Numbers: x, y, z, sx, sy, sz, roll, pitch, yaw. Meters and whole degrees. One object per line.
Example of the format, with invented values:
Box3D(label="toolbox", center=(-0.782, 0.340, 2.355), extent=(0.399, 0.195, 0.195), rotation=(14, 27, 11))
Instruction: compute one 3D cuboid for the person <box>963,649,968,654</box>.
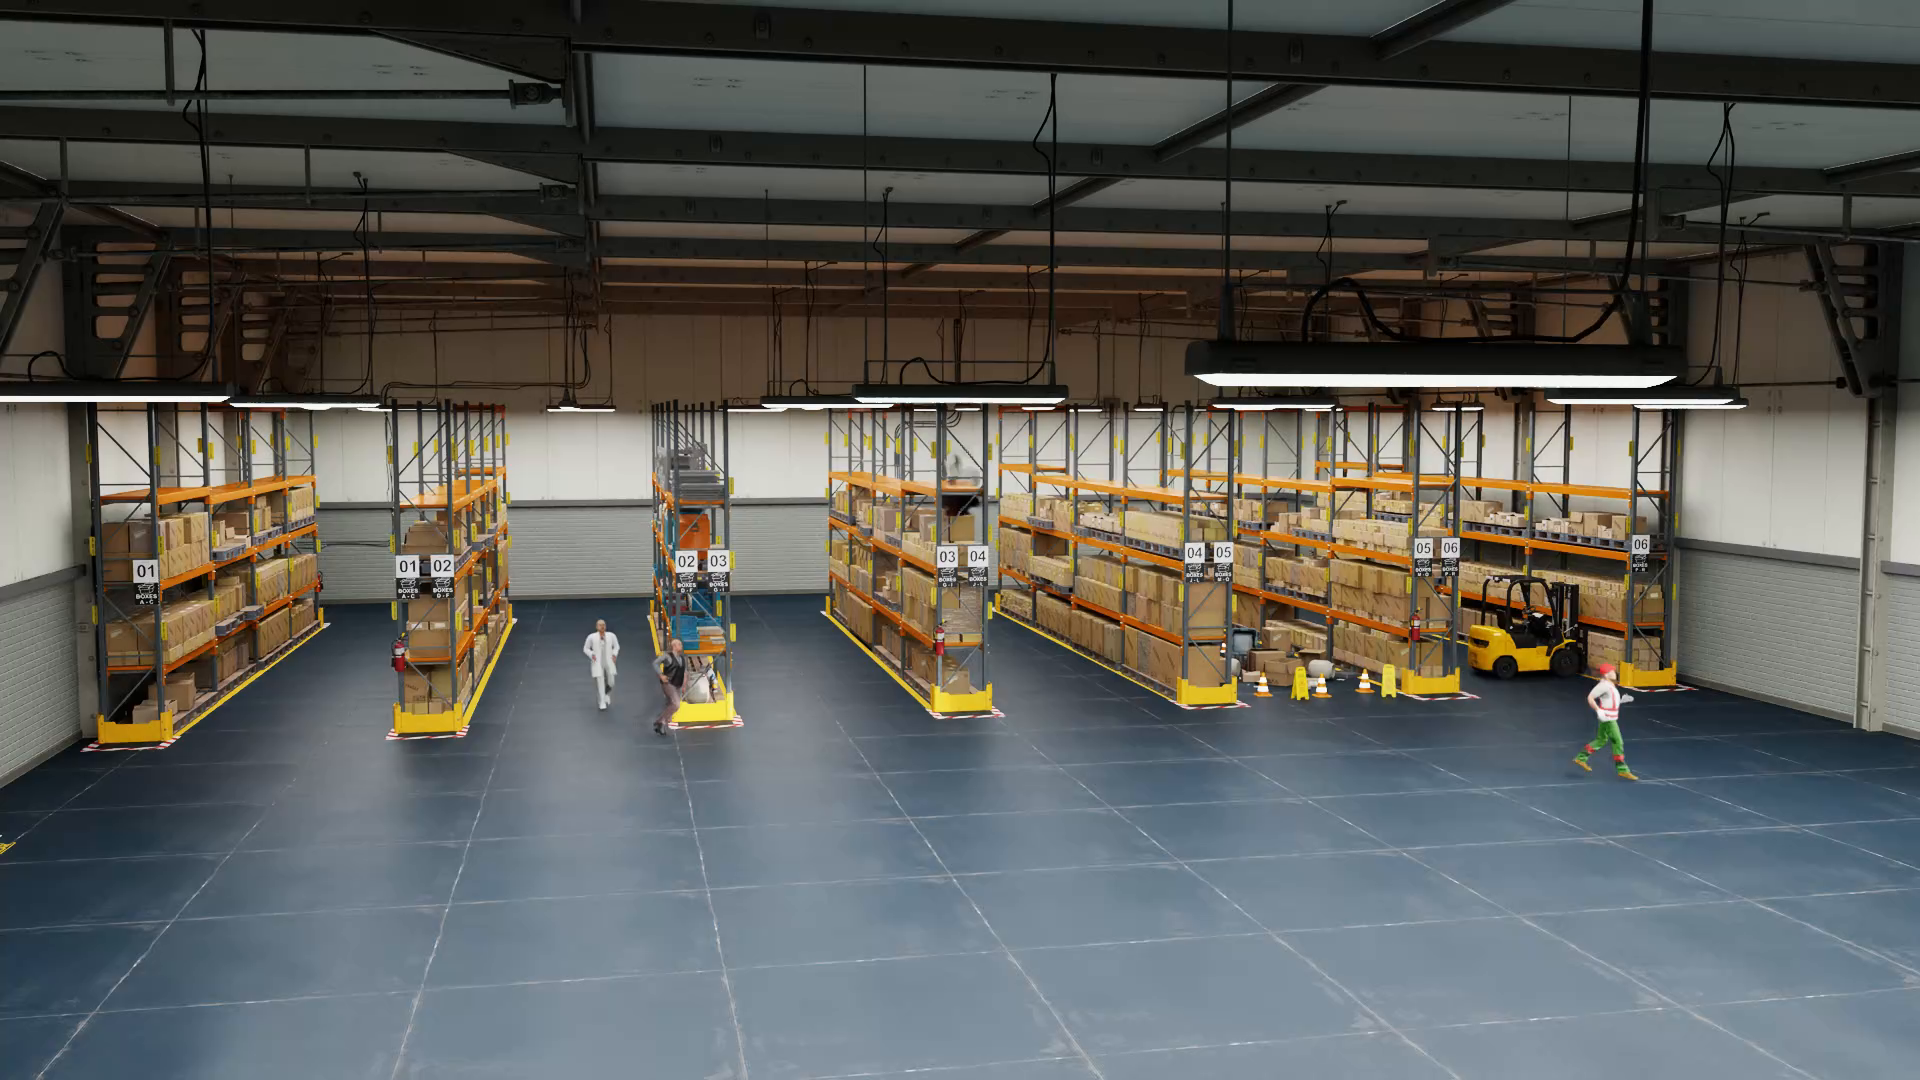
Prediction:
Box3D(label="person", center=(0.147, 1.795, 40.145), extent=(0.657, 1.807, 0.874), rotation=(-1, 4, -11))

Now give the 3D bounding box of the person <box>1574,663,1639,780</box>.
Box3D(label="person", center=(10.175, 2.827, 26.134), extent=(0.980, 1.787, 0.659), rotation=(2, 5, 26))

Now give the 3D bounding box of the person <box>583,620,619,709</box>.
Box3D(label="person", center=(-6.950, 2.418, 32.333), extent=(0.705, 1.727, 0.660), rotation=(-2, 5, -22))

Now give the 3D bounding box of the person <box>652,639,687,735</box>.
Box3D(label="person", center=(-5.170, 2.630, 29.874), extent=(0.618, 1.679, 0.699), rotation=(2, 5, 27))

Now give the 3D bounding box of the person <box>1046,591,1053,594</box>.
Box3D(label="person", center=(2.749, 1.178, 49.549), extent=(0.622, 1.621, 0.527), rotation=(-3, 5, -36))
